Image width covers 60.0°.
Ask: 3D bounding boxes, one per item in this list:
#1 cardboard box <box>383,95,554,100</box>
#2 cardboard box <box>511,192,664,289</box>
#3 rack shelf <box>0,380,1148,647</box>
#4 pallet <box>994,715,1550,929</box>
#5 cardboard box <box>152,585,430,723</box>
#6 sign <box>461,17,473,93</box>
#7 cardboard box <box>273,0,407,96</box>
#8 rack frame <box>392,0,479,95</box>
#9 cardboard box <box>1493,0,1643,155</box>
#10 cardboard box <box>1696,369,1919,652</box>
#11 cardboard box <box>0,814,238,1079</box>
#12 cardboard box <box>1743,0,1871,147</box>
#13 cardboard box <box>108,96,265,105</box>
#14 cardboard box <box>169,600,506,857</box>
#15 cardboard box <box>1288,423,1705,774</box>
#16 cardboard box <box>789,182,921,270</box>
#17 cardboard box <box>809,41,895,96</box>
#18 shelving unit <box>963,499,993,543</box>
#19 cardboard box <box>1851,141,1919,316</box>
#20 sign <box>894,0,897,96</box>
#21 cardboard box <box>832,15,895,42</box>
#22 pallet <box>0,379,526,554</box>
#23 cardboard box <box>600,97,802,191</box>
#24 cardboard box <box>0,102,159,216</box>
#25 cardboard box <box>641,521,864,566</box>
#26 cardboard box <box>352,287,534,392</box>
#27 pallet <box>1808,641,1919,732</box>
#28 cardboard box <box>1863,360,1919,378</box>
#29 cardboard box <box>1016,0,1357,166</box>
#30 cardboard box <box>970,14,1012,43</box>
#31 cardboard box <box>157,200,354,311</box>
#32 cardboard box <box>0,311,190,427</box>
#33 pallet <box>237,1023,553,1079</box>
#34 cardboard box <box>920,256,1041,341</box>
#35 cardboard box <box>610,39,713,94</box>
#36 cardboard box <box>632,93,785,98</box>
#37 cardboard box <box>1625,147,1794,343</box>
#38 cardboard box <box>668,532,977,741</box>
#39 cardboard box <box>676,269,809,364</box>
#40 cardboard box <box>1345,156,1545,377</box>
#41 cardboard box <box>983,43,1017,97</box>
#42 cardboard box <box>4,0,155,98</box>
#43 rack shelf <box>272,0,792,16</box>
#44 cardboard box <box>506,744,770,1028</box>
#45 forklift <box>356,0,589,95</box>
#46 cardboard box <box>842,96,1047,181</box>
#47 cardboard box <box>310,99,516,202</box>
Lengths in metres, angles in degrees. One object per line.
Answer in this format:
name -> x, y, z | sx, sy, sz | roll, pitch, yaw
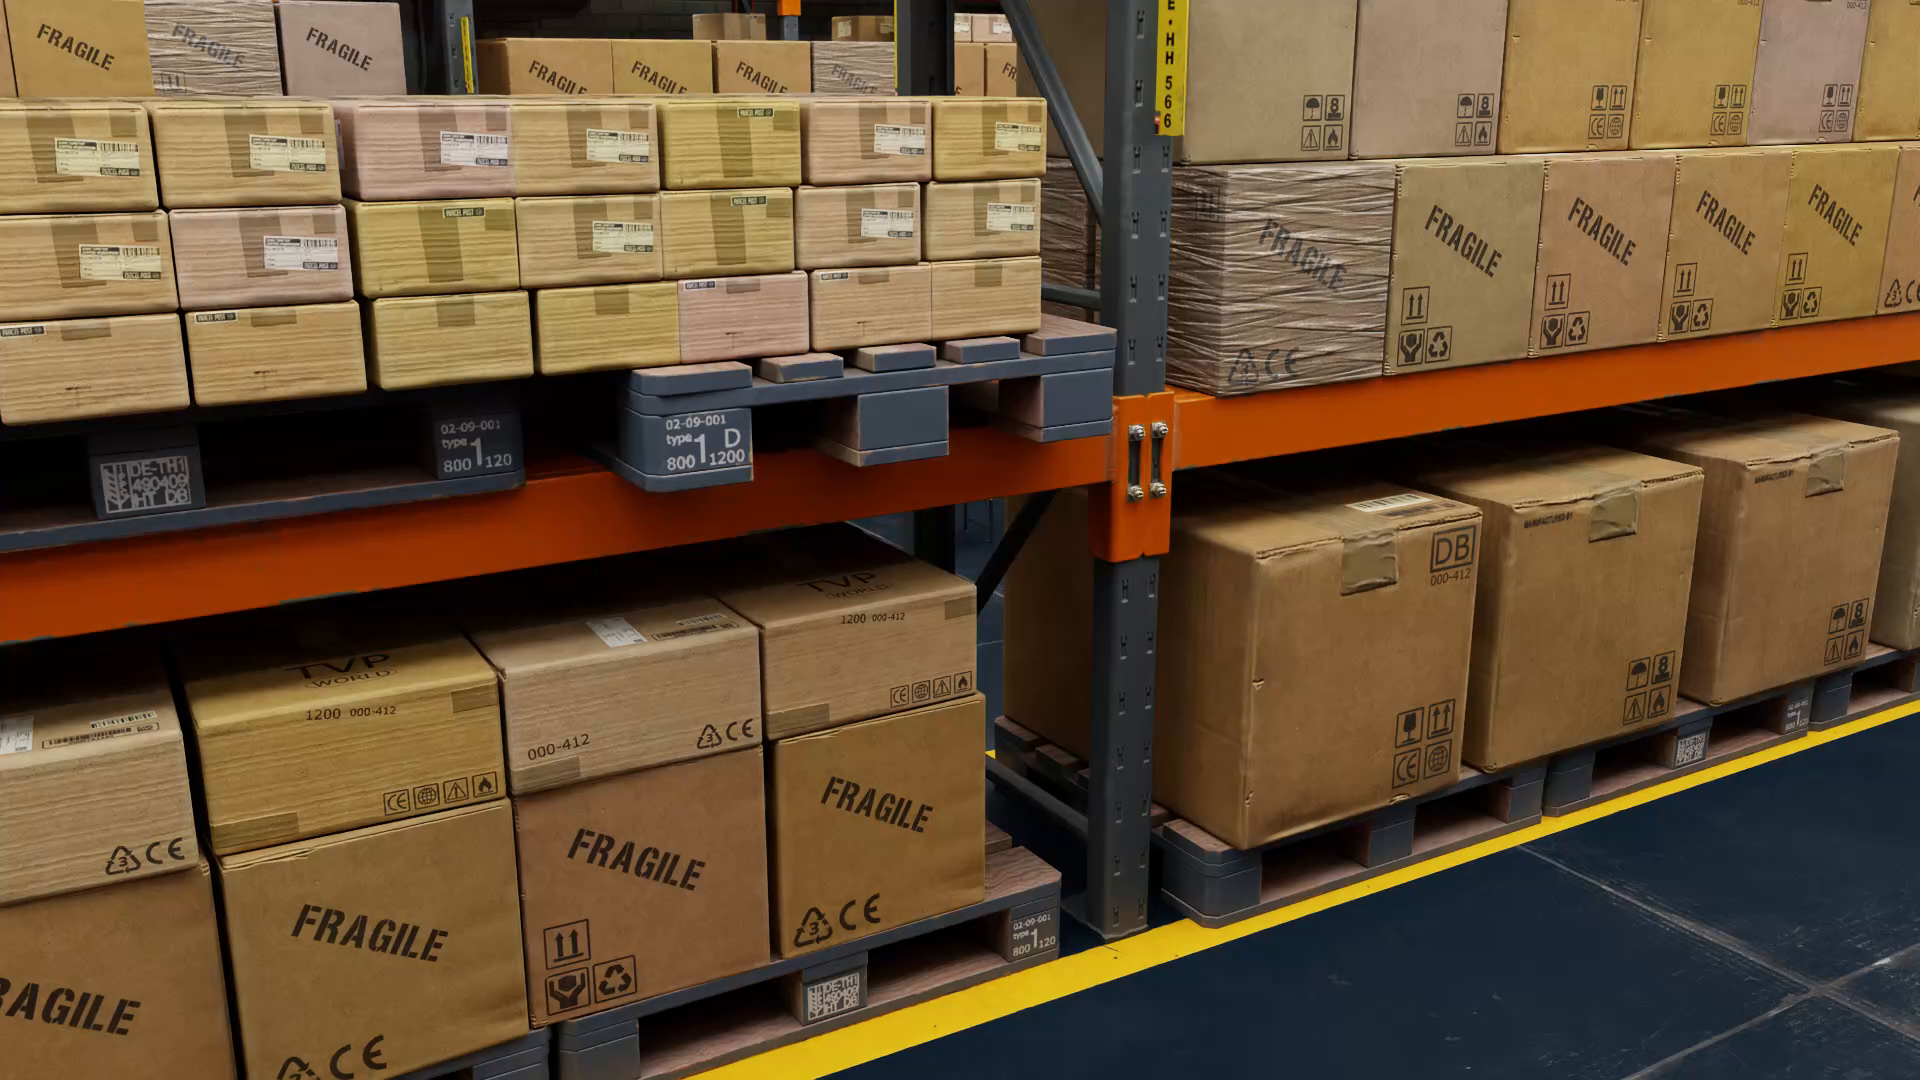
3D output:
cardboard box -> -1.019, -0.844, 3.447 | 0.250, 0.149, 0.380 | -10, 19, -32
cardboard box -> -0.710, -0.544, 2.930 | 0.250, 0.149, 0.380 | -9, 18, -30
rack shelf -> -1.569, 0.021, 3.109 | 4.000, 0.370, 1.077 | -9, 18, -30
pallet -> 0.860, 0.647, 4.709 | 1.213, 0.211, 1.003 | -9, 18, -30
cardboard box -> -1.436, 0.213, 3.555 | 0.500, 0.250, 0.500 | -9, 18, -29
sign -> -2.202, -2.164, 7.427 | 0.005, 0.325, 0.100 | -9, 18, -30
cardboard box -> -2.799, -2.132, 7.419 | 0.500, 0.500, 0.500 | -10, 18, -31
rack frame -> -2.490, -1.734, 8.040 | 0.127, 3.000, 1.000 | -9, 18, -30
cardboard box -> 1.407, -1.335, 4.578 | 0.500, 0.500, 0.700 | -10, 18, -31
cardboard box -> 3.088, -0.171, 5.853 | 0.750, 0.750, 1.050 | -9, 18, -30
cardboard box -> -1.619, 0.763, 2.983 | 0.500, 0.500, 0.500 | -9, 18, -29
cardboard box -> 2.278, -1.476, 5.081 | 0.500, 0.500, 0.700 | -9, 18, -29
cardboard box -> -1.476, -0.768, 3.179 | 0.250, 0.149, 0.380 | -9, 18, -28
cardboard box -> -1.177, 0.333, 3.130 | 0.500, 0.250, 0.500 | -9, 18, -28
cardboard box -> 1.461, 0.092, 4.915 | 0.750, 0.750, 1.050 | -9, 18, -29
cardboard box -> -0.271, -0.616, 3.187 | 0.250, 0.149, 0.380 | -8, 18, -28
cardboard box -> -0.658, -2.354, 8.736 | 0.500, 0.500, 0.500 | -10, 19, -32
shelving unit -> -0.007, -0.432, 7.284 | 0.210, 0.900, 0.258 | -9, 18, -30
cardboard box -> 2.831, -1.003, 5.244 | 0.500, 0.500, 0.500 | -9, 18, -30
sign -> -0.143, -1.289, 4.304 | 0.005, 0.325, 0.100 | -9, 18, -30
cardboard box -> -0.525, -2.838, 9.260 | 0.250, 0.149, 0.380 | -8, 18, -27
pallet -> -1.530, -0.226, 3.015 | 1.213, 0.211, 1.003 | -9, 18, -30
cardboard box -> -0.480, -0.726, 3.027 | 0.250, 0.149, 0.380 | -9, 18, -28
cardboard box -> -1.372, -0.581, 2.512 | 0.250, 0.149, 0.380 | -9, 18, -28
cardboard box -> -0.570, 0.077, 4.042 | 0.500, 0.250, 0.500 | -10, 19, -32
cardboard box -> -0.920, -0.368, 2.852 | 0.250, 0.149, 0.380 | -10, 19, -32
pallet -> 2.952, 0.308, 5.919 | 1.213, 0.211, 1.003 | -9, 18, -30
cardboard box -> 4.149, -0.410, 6.472 | 0.875, 0.875, 0.875 | -9, 18, -29
cardboard box -> 0.535, -1.193, 4.070 | 0.500, 0.500, 0.700 | -9, 18, -30
cardboard box -> 0.075, -2.781, 9.057 | 0.250, 0.149, 0.380 | -10, 18, -31
cardboard box -> -1.148, -0.474, 2.679 | 0.250, 0.149, 0.380 | -9, 18, -28
cardboard box -> -1.375, -0.294, 2.588 | 0.250, 0.149, 0.380 | -10, 19, -32
pallet -> -1.570, 1.016, 3.393 | 1.213, 0.211, 1.003 | -9, 18, -30
cardboard box -> -0.041, -0.509, 3.357 | 0.250, 0.149, 0.380 | -9, 18, -29
cardboard box -> -1.543, -2.211, 8.226 | 0.500, 0.500, 0.500 | -8, 18, -27
cardboard box -> -0.579, -0.913, 3.696 | 0.250, 0.149, 0.380 | -10, 18, -31
cardboard box -> 1.964, -0.861, 4.740 | 0.500, 0.500, 0.500 | -9, 18, -30
cardboard box -> -0.306, 0.193, 3.628 | 0.500, 0.250, 0.500 | -10, 18, -31
cardboard box -> -0.475, -0.440, 3.108 | 0.250, 0.149, 0.380 | -9, 18, -29
cardboard box -> 1.104, -0.723, 4.245 | 0.500, 0.500, 0.500 | -9, 18, -30
cardboard box -> 0.236, -2.497, 9.247 | 0.500, 0.500, 0.500 | -9, 18, -29
cardboard box -> -3.664, -1.991, 6.917 | 0.500, 0.500, 0.500 | -9, 18, -30
rack shelf -> -3.336, -4.258, 12.819 | 4.000, 0.370, 1.077 | -9, 18, -30
cardboard box -> -0.731, 0.622, 3.488 | 0.500, 0.500, 0.500 | -8, 18, -27
forklift -> -2.896, -2.387, 10.495 | 3.031, 2.935, 1.130 | -9, 18, -29
cardboard box -> -0.039, -0.797, 3.280 | 0.250, 0.149, 0.380 | -10, 19, -32
cardboard box -> -0.916, -0.656, 2.777 | 0.250, 0.149, 0.380 | -9, 18, -30
